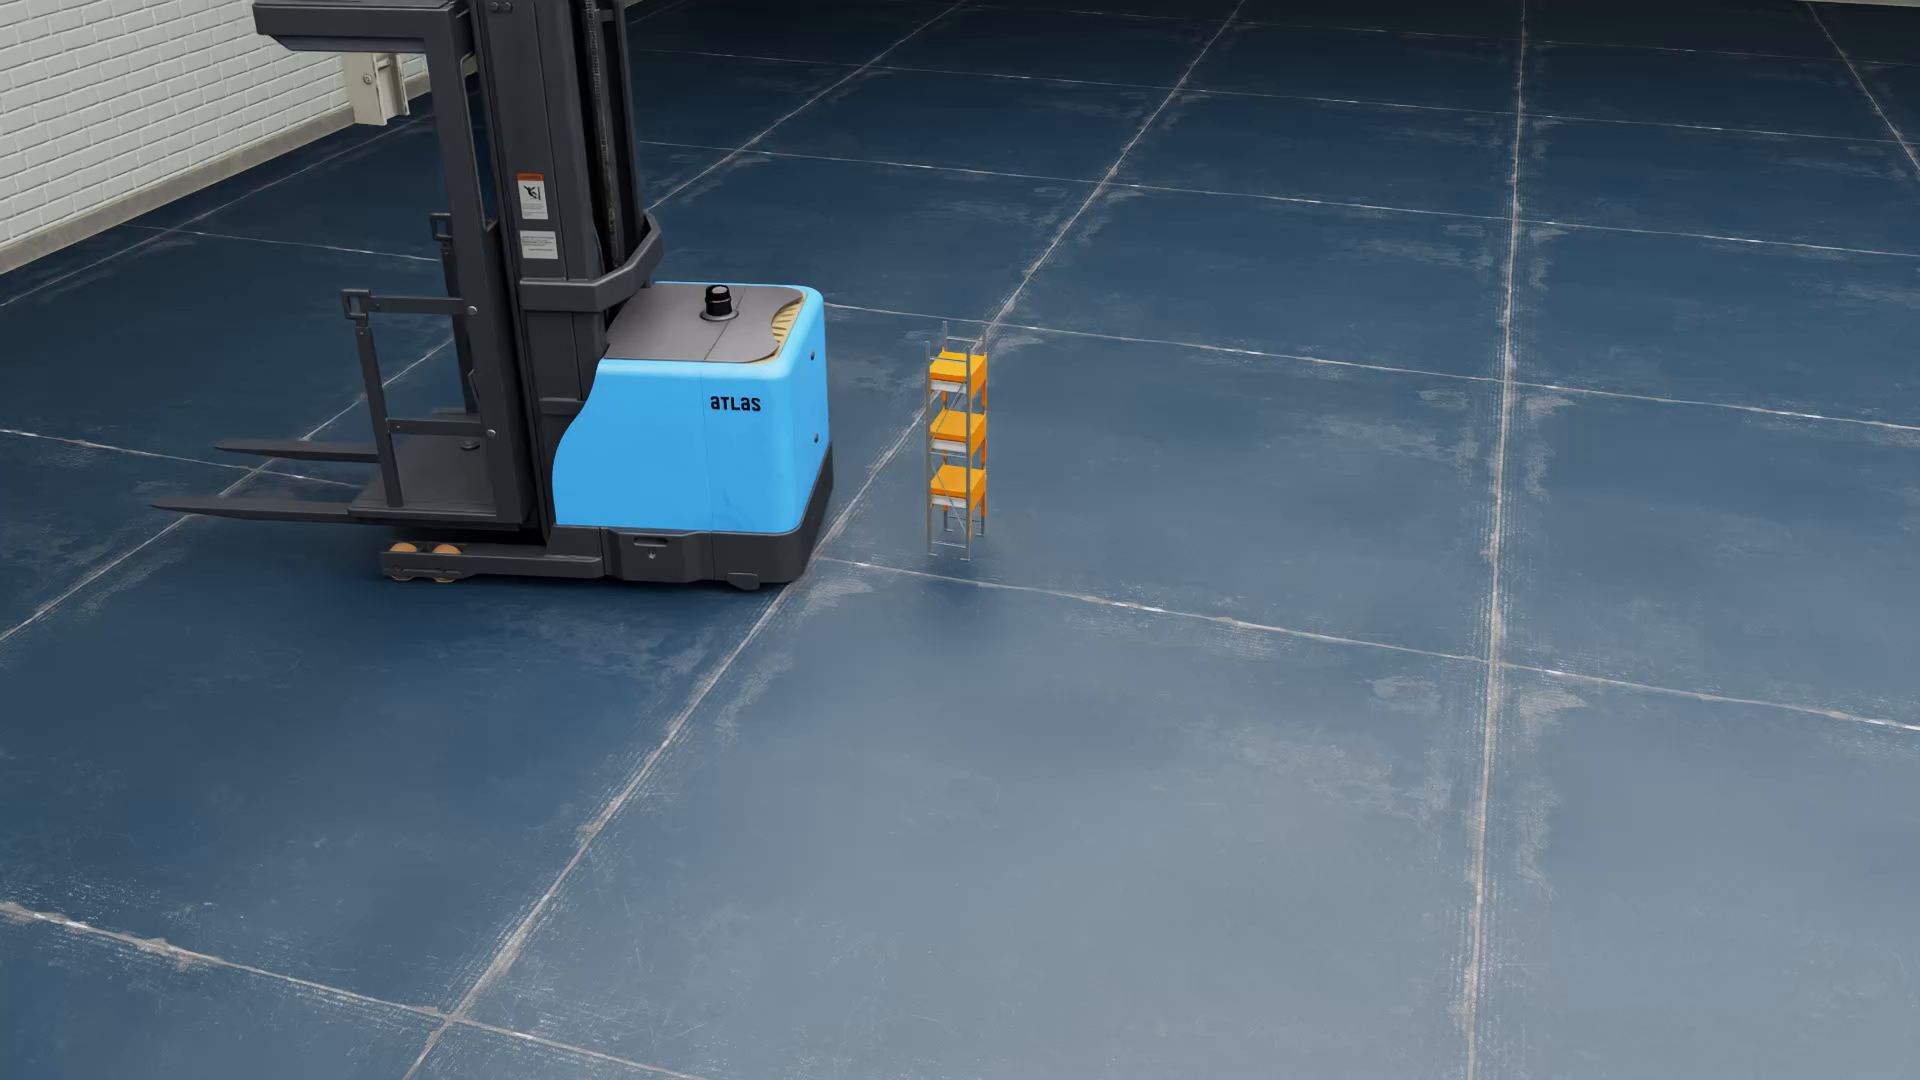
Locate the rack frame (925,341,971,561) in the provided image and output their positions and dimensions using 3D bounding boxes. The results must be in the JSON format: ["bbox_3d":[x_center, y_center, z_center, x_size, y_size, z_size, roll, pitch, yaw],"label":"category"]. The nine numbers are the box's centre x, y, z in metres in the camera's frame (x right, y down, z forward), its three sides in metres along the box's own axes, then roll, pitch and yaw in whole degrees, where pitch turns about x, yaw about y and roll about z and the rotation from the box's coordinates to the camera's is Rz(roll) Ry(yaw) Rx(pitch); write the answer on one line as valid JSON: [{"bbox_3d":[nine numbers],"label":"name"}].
[{"bbox_3d":[-0.052,-0.377,7.348,0.200,1.050,0.008,8,30,15],"label":"rack frame"}]

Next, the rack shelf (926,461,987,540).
[{"bbox_3d":[-0.016,-0.182,7.590,0.215,0.259,0.240,8,30,15],"label":"rack shelf"}]

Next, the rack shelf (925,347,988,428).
[{"bbox_3d":[-0.016,-0.673,7.317,0.215,0.259,0.240,8,30,15],"label":"rack shelf"}]

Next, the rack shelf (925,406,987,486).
[{"bbox_3d":[-0.016,-0.425,7.455,0.215,0.259,0.240,8,30,15],"label":"rack shelf"}]

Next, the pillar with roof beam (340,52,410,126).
[{"bbox_3d":[-0.842,-6.932,10.955,9.100,9.000,0.400,8,30,15],"label":"pillar with roof beam"}]

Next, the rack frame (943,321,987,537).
[{"bbox_3d":[0.020,-0.491,7.552,0.200,1.050,0.008,8,30,15],"label":"rack frame"}]

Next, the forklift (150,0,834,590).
[{"bbox_3d":[-2.160,-1.343,7.150,3.031,2.935,1.130,2,29,4],"label":"forklift"}]

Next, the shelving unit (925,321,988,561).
[{"bbox_3d":[-0.016,-0.434,7.450,0.215,1.050,0.252,8,30,15],"label":"shelving unit"}]
